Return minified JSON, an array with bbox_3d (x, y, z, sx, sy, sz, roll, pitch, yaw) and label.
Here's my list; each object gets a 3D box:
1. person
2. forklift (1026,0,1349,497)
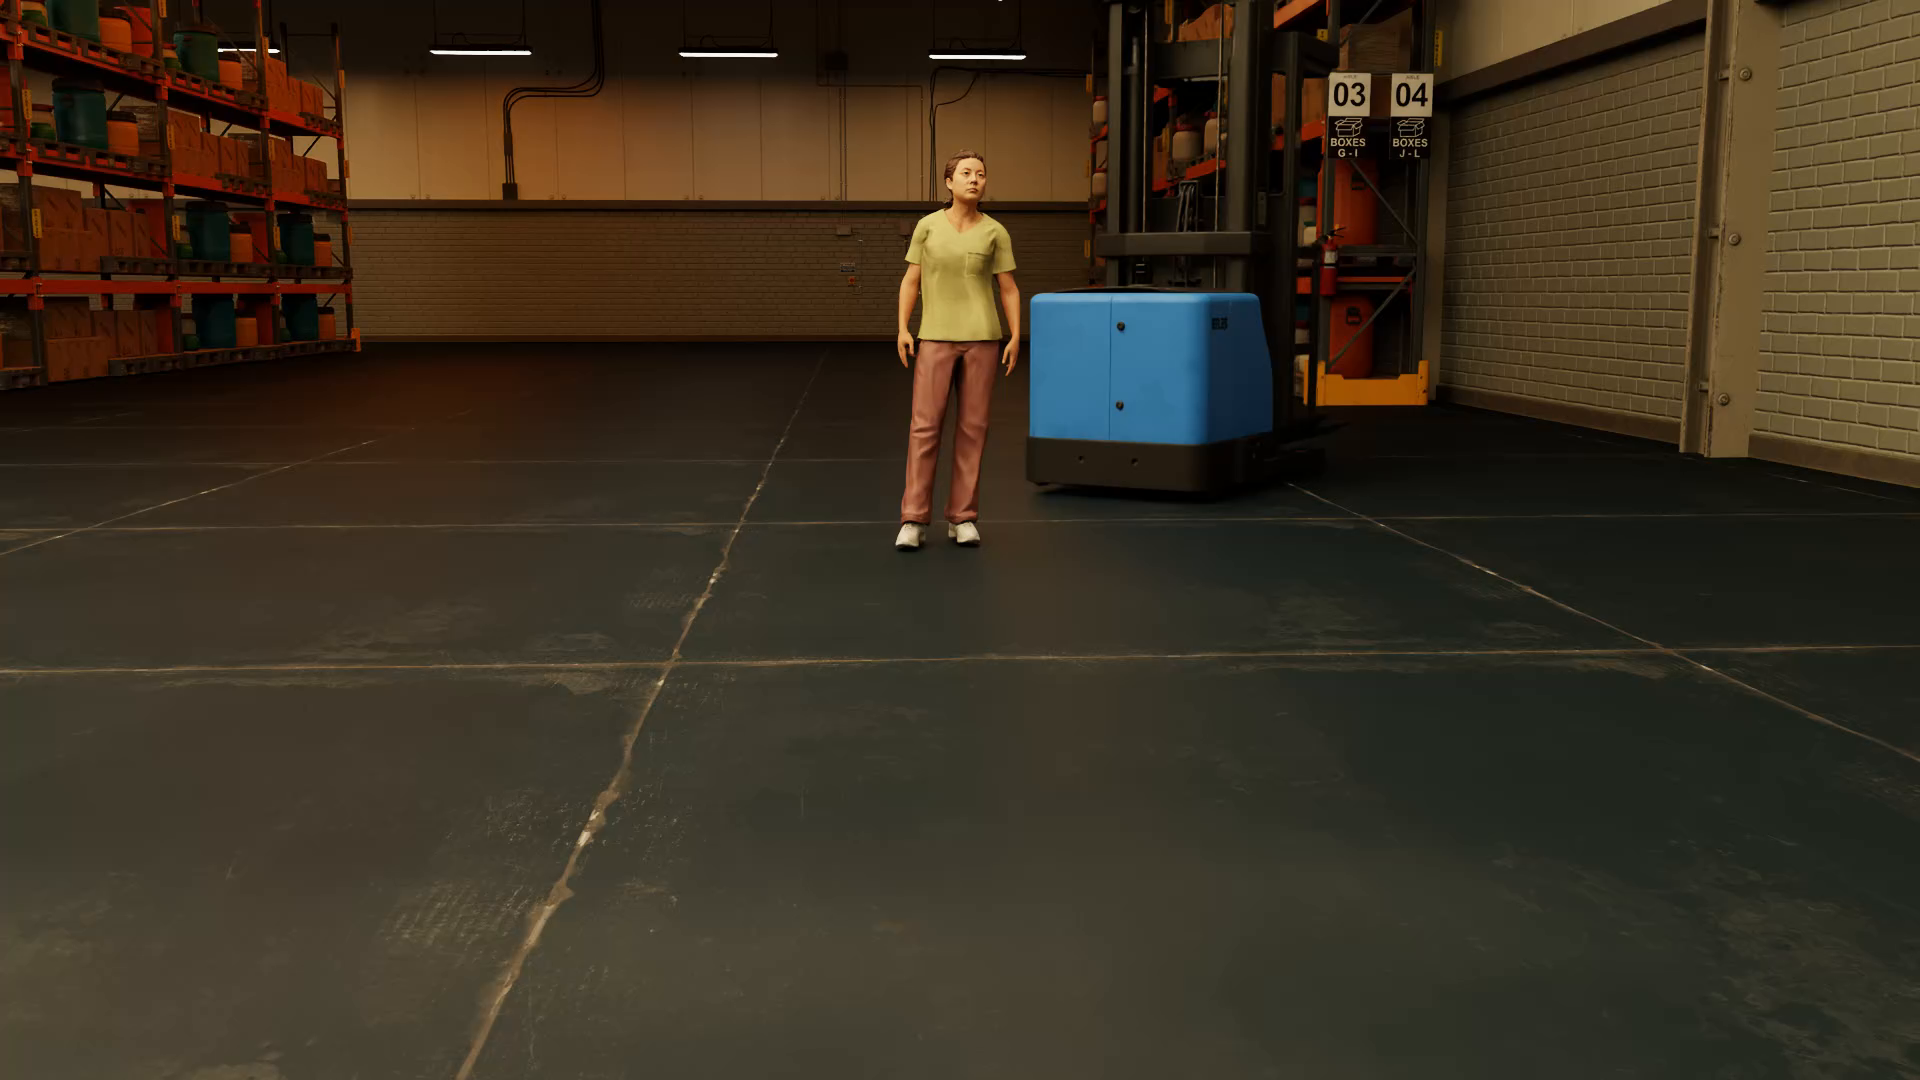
[{"bbox_3d":[-0.007,-0.825,7.112,0.554,1.673,0.548,-1,8,-4],"label":"person"},{"bbox_3d":[1.537,-1.848,9.779,1.130,2.935,3.031,5,10,30],"label":"forklift"}]
